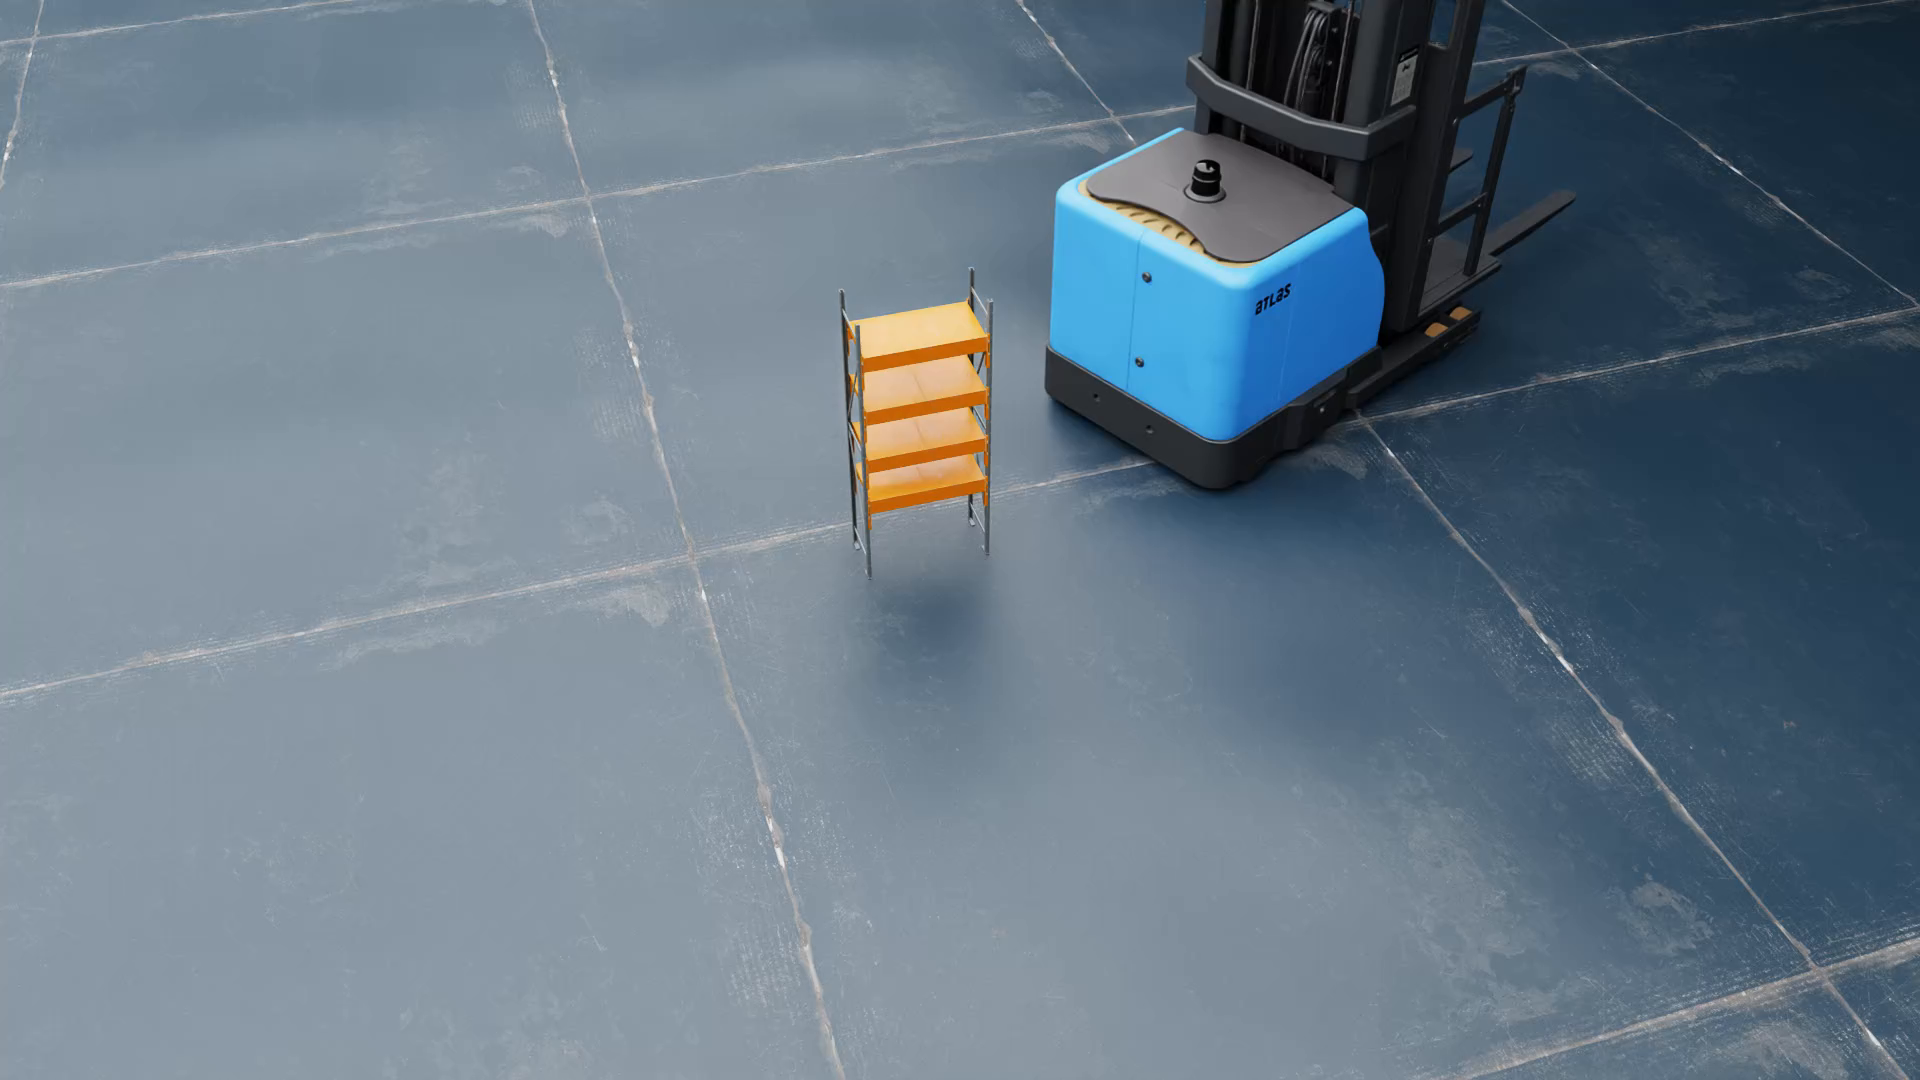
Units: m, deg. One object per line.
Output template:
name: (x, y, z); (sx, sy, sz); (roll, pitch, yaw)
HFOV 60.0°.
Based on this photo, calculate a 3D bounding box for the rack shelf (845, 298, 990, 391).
rack shelf: (-0.158, -0.715, 6.059); (0.480, 0.148, 0.258); (-12, 42, -13)

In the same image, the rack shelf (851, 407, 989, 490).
rack shelf: (-0.158, -0.368, 6.362); (0.480, 0.148, 0.258); (-12, 42, -13)

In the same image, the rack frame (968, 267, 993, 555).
rack frame: (0.075, -0.467, 6.373); (0.015, 1.200, 0.240); (-12, 42, -13)

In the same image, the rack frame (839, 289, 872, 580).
rack frame: (-0.391, -0.371, 6.263); (0.015, 1.200, 0.240); (-12, 42, -13)

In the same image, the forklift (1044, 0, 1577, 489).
forklift: (1.795, -2.166, 7.002); (3.031, 2.935, 1.130); (-32, 50, -31)

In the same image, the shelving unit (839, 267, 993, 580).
shelving unit: (-0.158, -0.419, 6.318); (0.503, 1.200, 0.258); (-12, 42, -13)

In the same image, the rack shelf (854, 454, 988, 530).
rack shelf: (-0.158, -0.219, 6.493); (0.480, 0.148, 0.258); (-12, 42, -13)

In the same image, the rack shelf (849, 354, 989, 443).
rack shelf: (-0.158, -0.537, 6.215); (0.480, 0.148, 0.258); (-12, 42, -13)
